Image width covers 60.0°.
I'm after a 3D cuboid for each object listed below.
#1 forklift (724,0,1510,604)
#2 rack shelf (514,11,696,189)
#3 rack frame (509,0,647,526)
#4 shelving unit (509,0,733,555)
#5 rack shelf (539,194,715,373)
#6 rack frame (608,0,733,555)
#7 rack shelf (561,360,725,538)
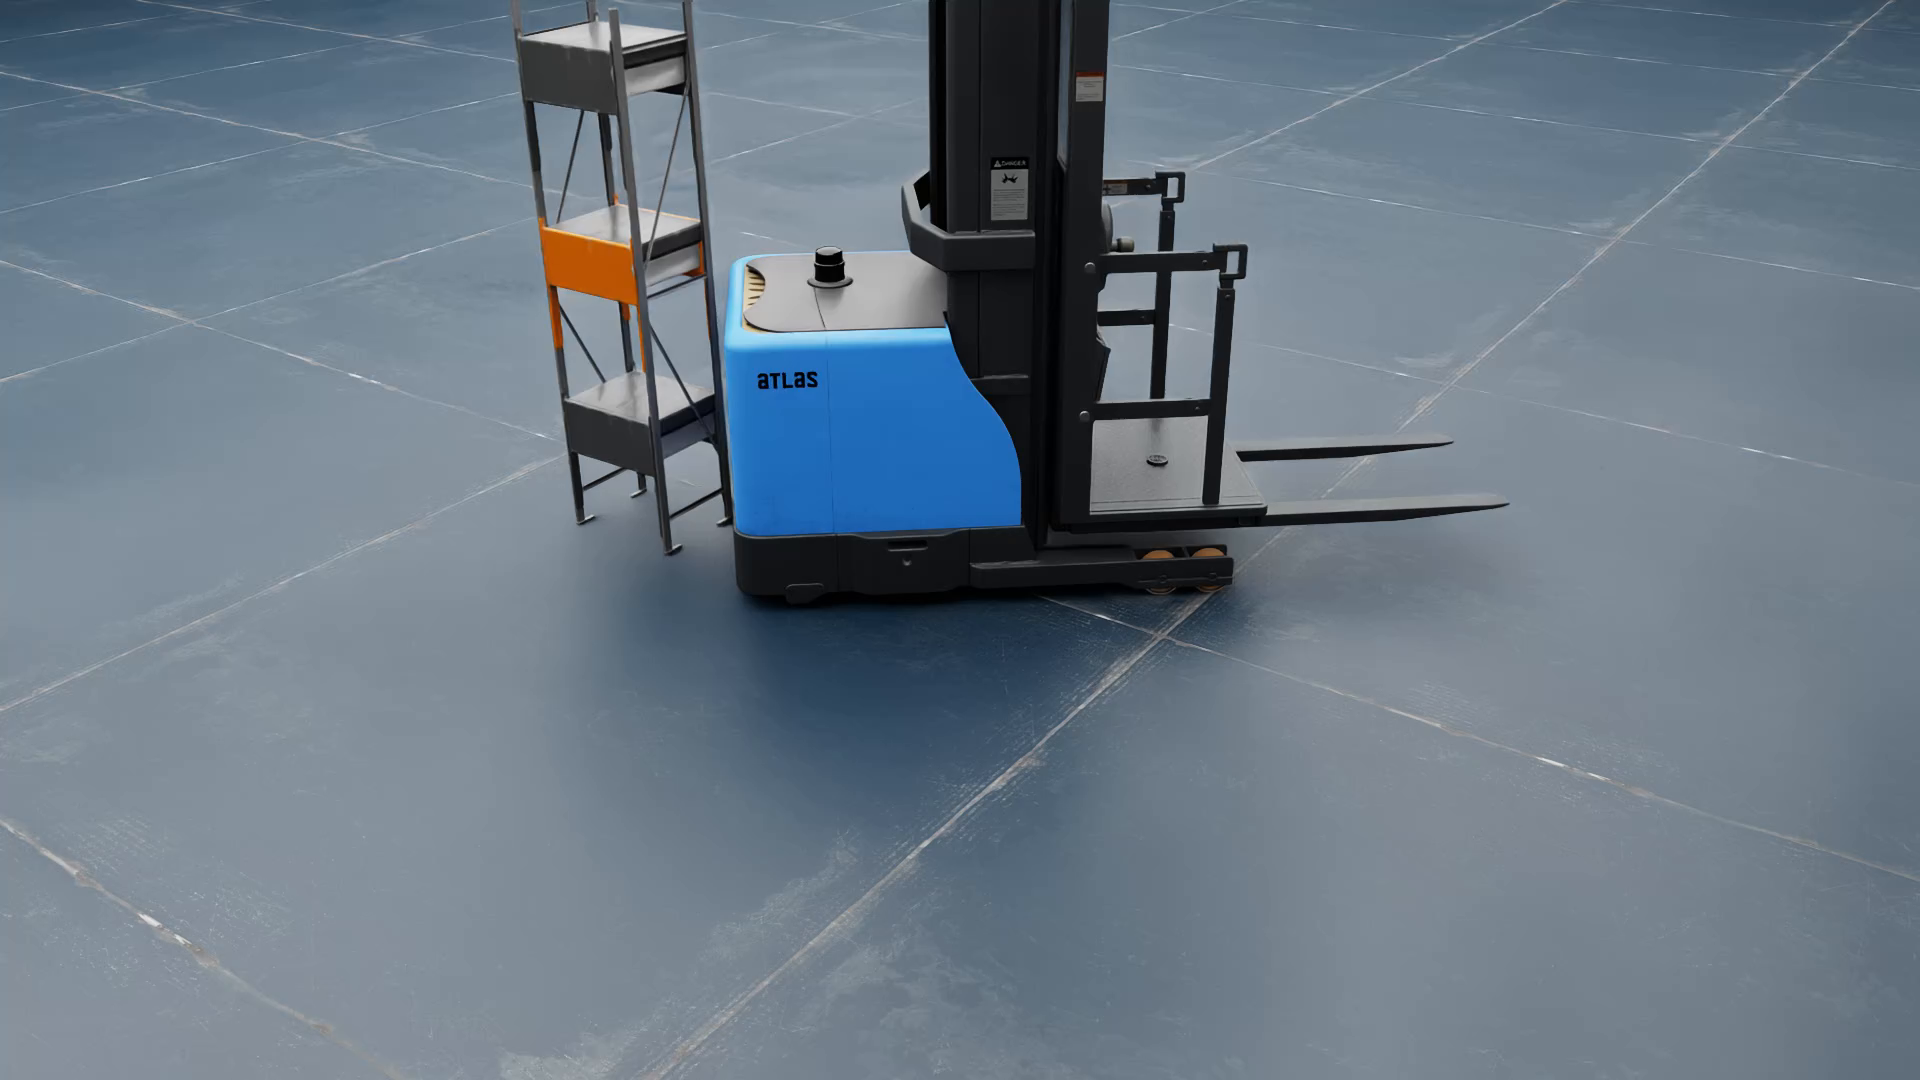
[{"bbox_3d":[0.625,-1.334,6.140,3.031,2.935,1.130,-3,27,-5],"label":"forklift"},{"bbox_3d":[-1.281,-1.623,6.102,0.480,0.518,0.431,17,32,30],"label":"rack shelf"},{"bbox_3d":[-1.476,-1.072,6.538,0.015,2.100,0.400,17,32,30],"label":"rack frame"},{"bbox_3d":[-1.274,-1.012,6.415,0.503,2.100,0.431,17,32,30],"label":"shelving unit"},{"bbox_3d":[-1.274,-1.000,6.421,0.480,0.518,0.431,17,32,30],"label":"rack shelf"},{"bbox_3d":[-1.072,-0.951,6.292,0.015,2.100,0.400,17,32,30],"label":"rack frame"},{"bbox_3d":[-1.267,-0.377,6.740,0.480,0.518,0.431,17,32,30],"label":"rack shelf"}]
